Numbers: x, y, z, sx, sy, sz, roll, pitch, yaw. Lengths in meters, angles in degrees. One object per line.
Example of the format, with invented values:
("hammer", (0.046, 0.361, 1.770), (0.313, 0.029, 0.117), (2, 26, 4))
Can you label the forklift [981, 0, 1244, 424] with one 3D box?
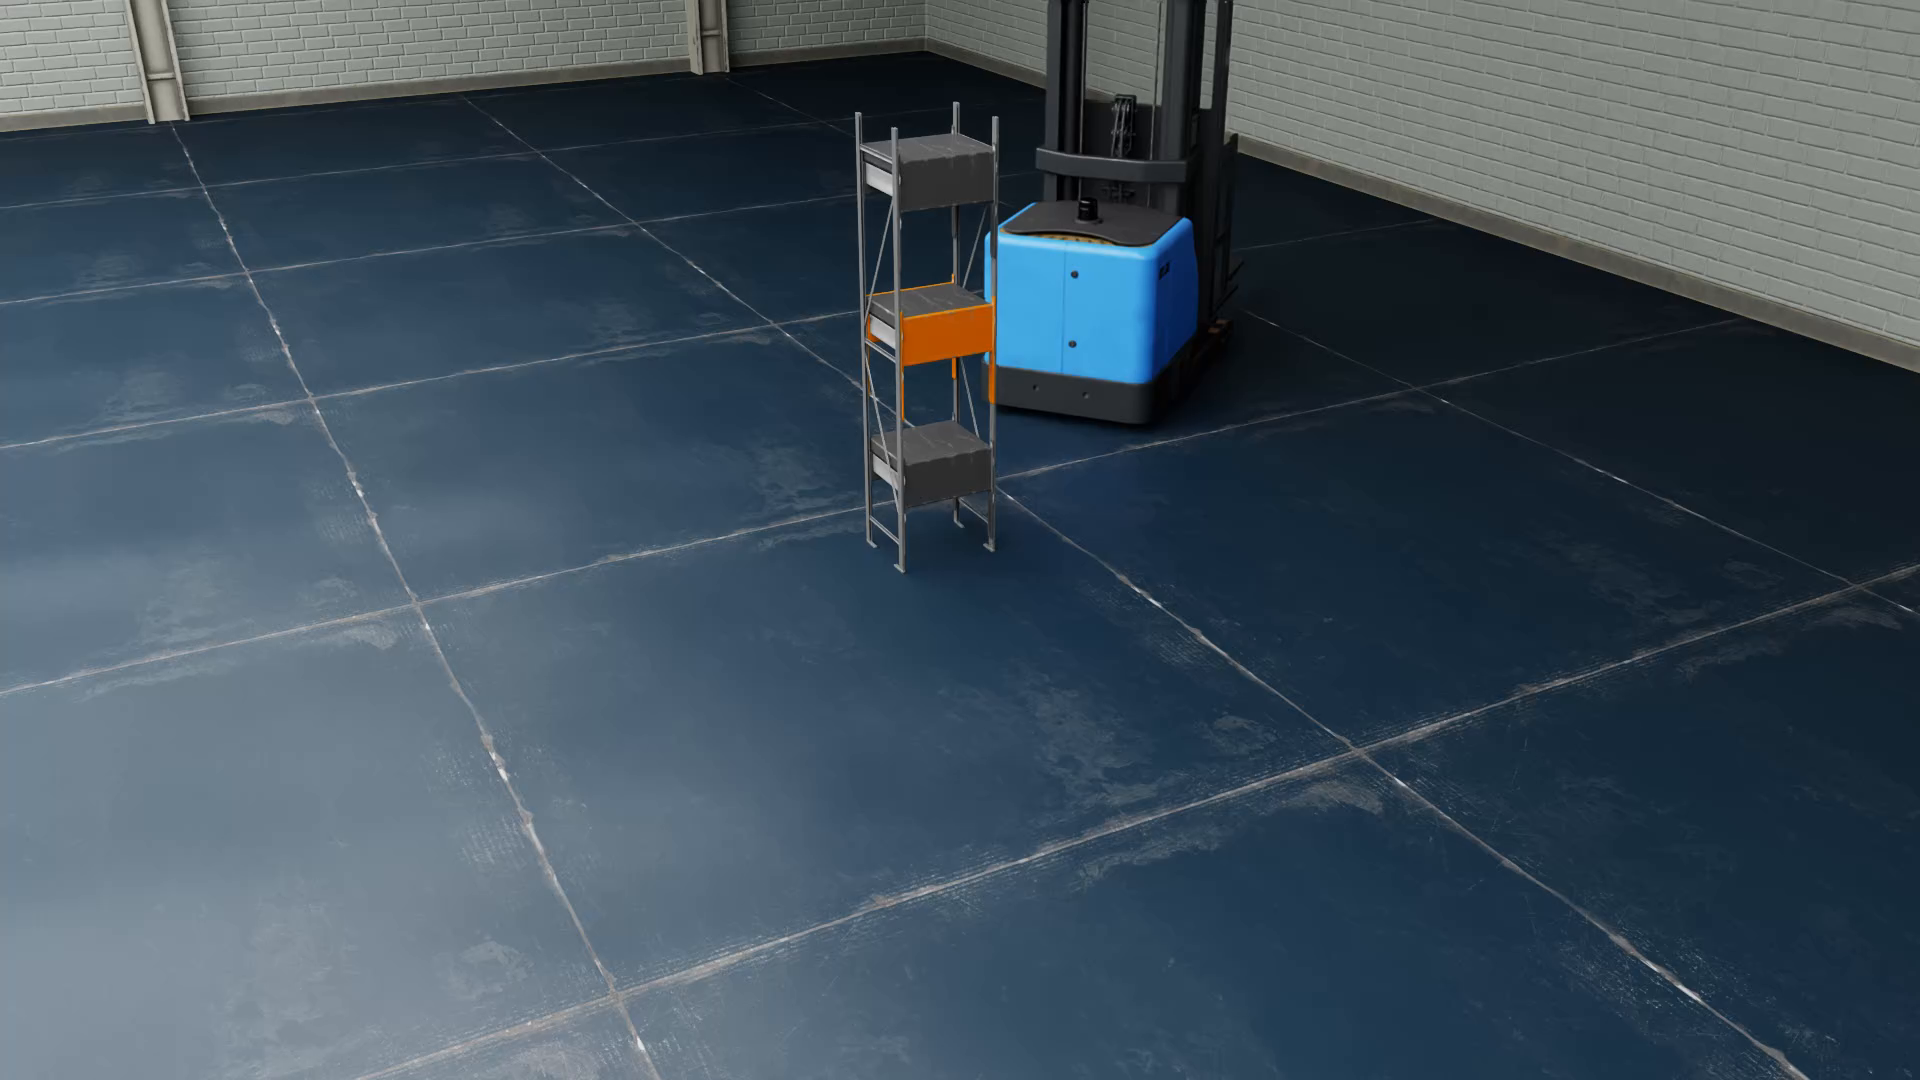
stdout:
("forklift", (1.152, -2.593, 10.264), (1.130, 2.935, 3.031), (10, 27, 20))

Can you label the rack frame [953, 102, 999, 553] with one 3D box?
("rack frame", (0.069, -0.963, 7.829), (0.015, 2.100, 0.400), (-13, 29, -25))

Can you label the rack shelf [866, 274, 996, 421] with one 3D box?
("rack shelf", (-0.146, -0.901, 7.731), (0.480, 0.518, 0.431), (-13, 29, -25))

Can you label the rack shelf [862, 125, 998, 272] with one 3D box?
("rack shelf", (-0.146, -1.532, 7.428), (0.480, 0.518, 0.431), (-13, 29, -25))

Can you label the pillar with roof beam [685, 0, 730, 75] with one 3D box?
("pillar with roof beam", (-0.977, -8.045, 14.610), (0.400, 9.000, 9.100), (-13, 29, -25))

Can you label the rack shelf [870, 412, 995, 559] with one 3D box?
("rack shelf", (-0.146, -0.270, 8.034), (0.480, 0.518, 0.431), (-13, 29, -25))

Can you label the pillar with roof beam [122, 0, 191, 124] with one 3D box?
("pillar with roof beam", (-6.272, -6.823, 12.065), (0.400, 9.000, 9.100), (-13, 29, -25))

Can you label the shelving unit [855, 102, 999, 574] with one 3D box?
("shelving unit", (-0.146, -0.913, 7.725), (0.503, 2.100, 0.431), (-13, 29, -25))

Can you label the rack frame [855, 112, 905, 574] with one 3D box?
("rack frame", (-0.361, -0.863, 7.622), (0.015, 2.100, 0.400), (-13, 29, -25))
